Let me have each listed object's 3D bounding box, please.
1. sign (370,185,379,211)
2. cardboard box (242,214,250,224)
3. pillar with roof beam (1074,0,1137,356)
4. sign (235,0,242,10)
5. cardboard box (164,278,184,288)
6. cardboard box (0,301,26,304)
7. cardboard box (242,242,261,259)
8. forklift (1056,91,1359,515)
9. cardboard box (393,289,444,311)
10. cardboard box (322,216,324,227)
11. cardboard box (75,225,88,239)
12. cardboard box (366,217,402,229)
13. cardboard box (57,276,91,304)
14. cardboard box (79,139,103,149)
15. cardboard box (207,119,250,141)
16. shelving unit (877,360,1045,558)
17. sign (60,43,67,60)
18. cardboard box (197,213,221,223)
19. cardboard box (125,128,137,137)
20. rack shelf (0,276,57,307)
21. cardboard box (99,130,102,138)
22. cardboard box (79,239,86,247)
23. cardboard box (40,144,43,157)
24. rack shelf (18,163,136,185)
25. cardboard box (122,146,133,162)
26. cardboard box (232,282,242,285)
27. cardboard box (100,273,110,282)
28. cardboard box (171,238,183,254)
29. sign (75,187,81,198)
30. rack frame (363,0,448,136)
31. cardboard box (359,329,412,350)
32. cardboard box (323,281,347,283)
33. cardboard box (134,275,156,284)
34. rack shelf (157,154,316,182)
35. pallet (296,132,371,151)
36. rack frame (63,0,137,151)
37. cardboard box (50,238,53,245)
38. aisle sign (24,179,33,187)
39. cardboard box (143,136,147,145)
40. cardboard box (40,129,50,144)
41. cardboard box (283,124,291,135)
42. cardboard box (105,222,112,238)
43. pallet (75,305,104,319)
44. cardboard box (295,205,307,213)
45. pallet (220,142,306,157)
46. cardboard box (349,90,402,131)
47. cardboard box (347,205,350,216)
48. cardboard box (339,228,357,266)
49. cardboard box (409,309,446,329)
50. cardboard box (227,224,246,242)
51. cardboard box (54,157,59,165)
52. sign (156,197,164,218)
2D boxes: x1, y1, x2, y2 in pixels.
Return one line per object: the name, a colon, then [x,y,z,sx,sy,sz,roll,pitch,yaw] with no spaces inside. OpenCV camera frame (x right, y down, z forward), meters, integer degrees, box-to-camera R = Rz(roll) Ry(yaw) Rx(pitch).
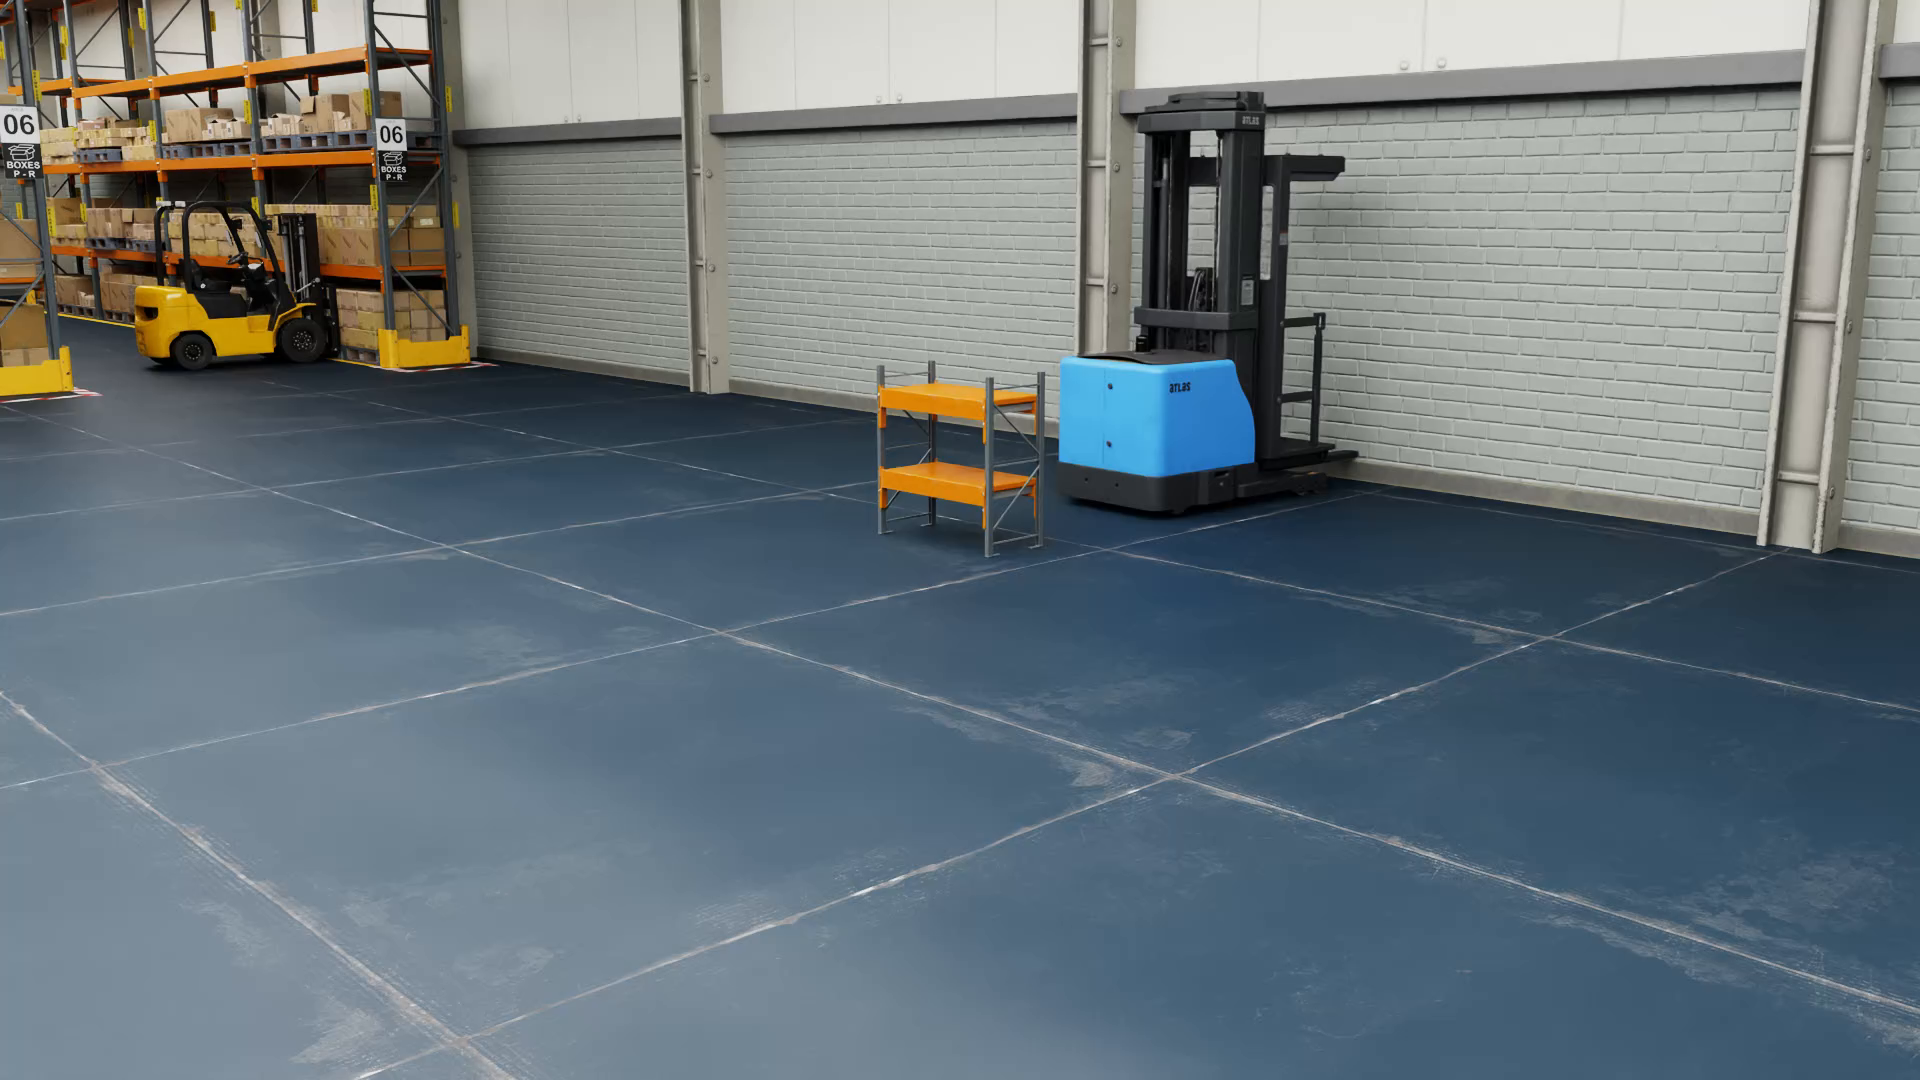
sign: [-7.599,-4.442,21.582,0.100,0.325,0.005,-11,16,-43]
cardboard box: [-10.678,-4.880,25.309,0.380,0.149,0.250,-11,16,-43]
pillar with roof beam: [-1.853,-4.647,11.165,9.100,9.000,0.400,-11,16,-43]
sign: [-10.344,-7.773,23.830,0.100,0.325,0.005,-11,16,-43]
cardboard box: [-13.246,-4.336,28.070,0.250,0.149,0.380,11,16,42]
cardboard box: [-11.523,-2.602,20.022,0.500,0.500,0.500,11,16,43]
cardboard box: [-10.497,-4.380,25.109,0.500,0.250,0.500,-10,16,-41]
forklift: [2.154,-1.834,12.550,3.031,2.935,1.130,-10,15,-40]
cardboard box: [-7.392,-3.278,22.683,0.500,0.250,0.500,-11,16,-43]
cardboard box: [-8.650,-4.444,23.190,0.380,0.149,0.250,-11,16,-43]
cardboard box: [-16.012,-5.696,30.761,0.500,0.250,0.500,-10,16,-41]
cardboard box: [-7.639,-4.211,22.060,0.380,0.149,0.250,-11,16,-42]
cardboard box: [-17.038,-4.825,32.052,0.500,0.500,0.500,-11,16,-42]
cardboard box: [-15.412,-7.043,29.563,0.380,0.149,0.250,-11,16,-42]
cardboard box: [-11.166,-6.280,25.459,0.500,0.311,0.500,11,16,43]
shelving unit: [-0.005,-0.552,10.803,0.538,1.125,1.048,-11,16,-43]
sign: [-17.831,-9.715,33.059,0.100,0.325,0.005,-11,16,-43]
cardboard box: [-11.949,-5.138,26.559,0.380,0.149,0.250,-11,16,-42]
cardboard box: [-13.893,-6.899,28.175,0.380,0.149,0.250,-11,16,-44]
rack shelf: [-12.166,-3.080,20.209,1.077,0.370,4.000,-11,16,-43]
cardboard box: [-14.799,-7.091,29.057,0.380,0.149,0.250,-11,16,-42]
cardboard box: [-16.083,-5.507,30.831,0.380,0.149,0.250,-10,16,-41]
cardboard box: [-17.428,-7.458,31.880,0.500,0.250,0.500,11,16,43]
rack shelf: [-16.865,-6.992,31.767,1.077,0.370,4.000,-11,16,-43]
cardboard box: [-13.945,-6.583,28.369,0.500,0.250,0.500,-11,16,-43]
cardboard box: [-11.844,-3.855,27.036,0.875,0.625,0.625,-10,15,-41]
cardboard box: [-15.429,-4.793,30.291,0.380,0.149,0.250,-10,15,-40]
cardboard box: [-12.592,-4.828,27.282,0.500,0.250,0.500,-11,16,-42]
sign: [-17.831,-6.964,33.626,0.100,0.325,0.005,-11,16,-43]
rack frame: [-7.197,-6.771,21.475,1.000,3.000,0.127,-11,16,-43]
cardboard box: [-7.750,-2.716,22.434,0.500,0.250,0.500,-11,16,-42]
cardboard box: [-9.480,-3.720,24.830,0.500,0.250,0.500,-10,16,-41]
cardboard box: [-14.274,-4.576,29.237,0.380,0.149,0.250,-11,16,-42]
rack shelf: [-11.341,-5.825,26.100,1.077,0.370,4.000,-11,16,-43]
pallet: [-8.513,-5.543,23.169,1.003,0.211,1.213,-11,16,-43]
rack frame: [-15.484,-8.522,29.975,1.000,3.000,0.127,-11,16,-43]
cardboard box: [-17.364,-5.763,32.075,0.250,0.149,0.380,11,16,44]
aisle sign: [-18.506,-7.410,33.001,0.394,0.787,0.004,-11,16,-43]
cardboard box: [-13.469,-6.692,27.908,0.380,0.149,0.250,-10,16,-41]
cardboard box: [-17.068,-7.633,31.488,0.500,0.250,0.500,-10,16,-41]
cardboard box: [-9.339,-5.797,23.516,0.380,0.149,0.250,-10,15,-41]
cardboard box: [-14.802,-5.467,29.308,0.396,0.266,0.258,-10,15,-40]
pallet: [-15.958,-4.318,31.349,1.003,0.211,1.213,-11,16,-43]
cardboard box: [-9.223,-4.693,23.665,0.380,0.149,0.250,-11,16,-43]
pallet: [-10.578,-5.919,25.246,1.217,0.209,0.805,11,16,43]
cardboard box: [-7.679,-5.636,21.863,0.500,0.500,0.500,-10,15,-41]
cardboard box: [-8.108,-4.481,22.633,0.380,0.149,0.250,-11,16,-42]
cardboard box: [-8.079,-3.994,22.615,0.500,0.500,0.500,-10,15,-41]
cardboard box: [-7.372,-3.034,22.738,0.500,0.250,0.500,-11,16,-42]
cardboard box: [-10.844,-4.698,25.413,0.500,0.250,0.500,11,16,44]
cardboard box: [-16.800,-7.133,31.290,0.380,0.149,0.250,-11,16,-42]
sign: [-13.108,-5.451,27.264,0.100,0.325,0.005,-11,16,-43]
